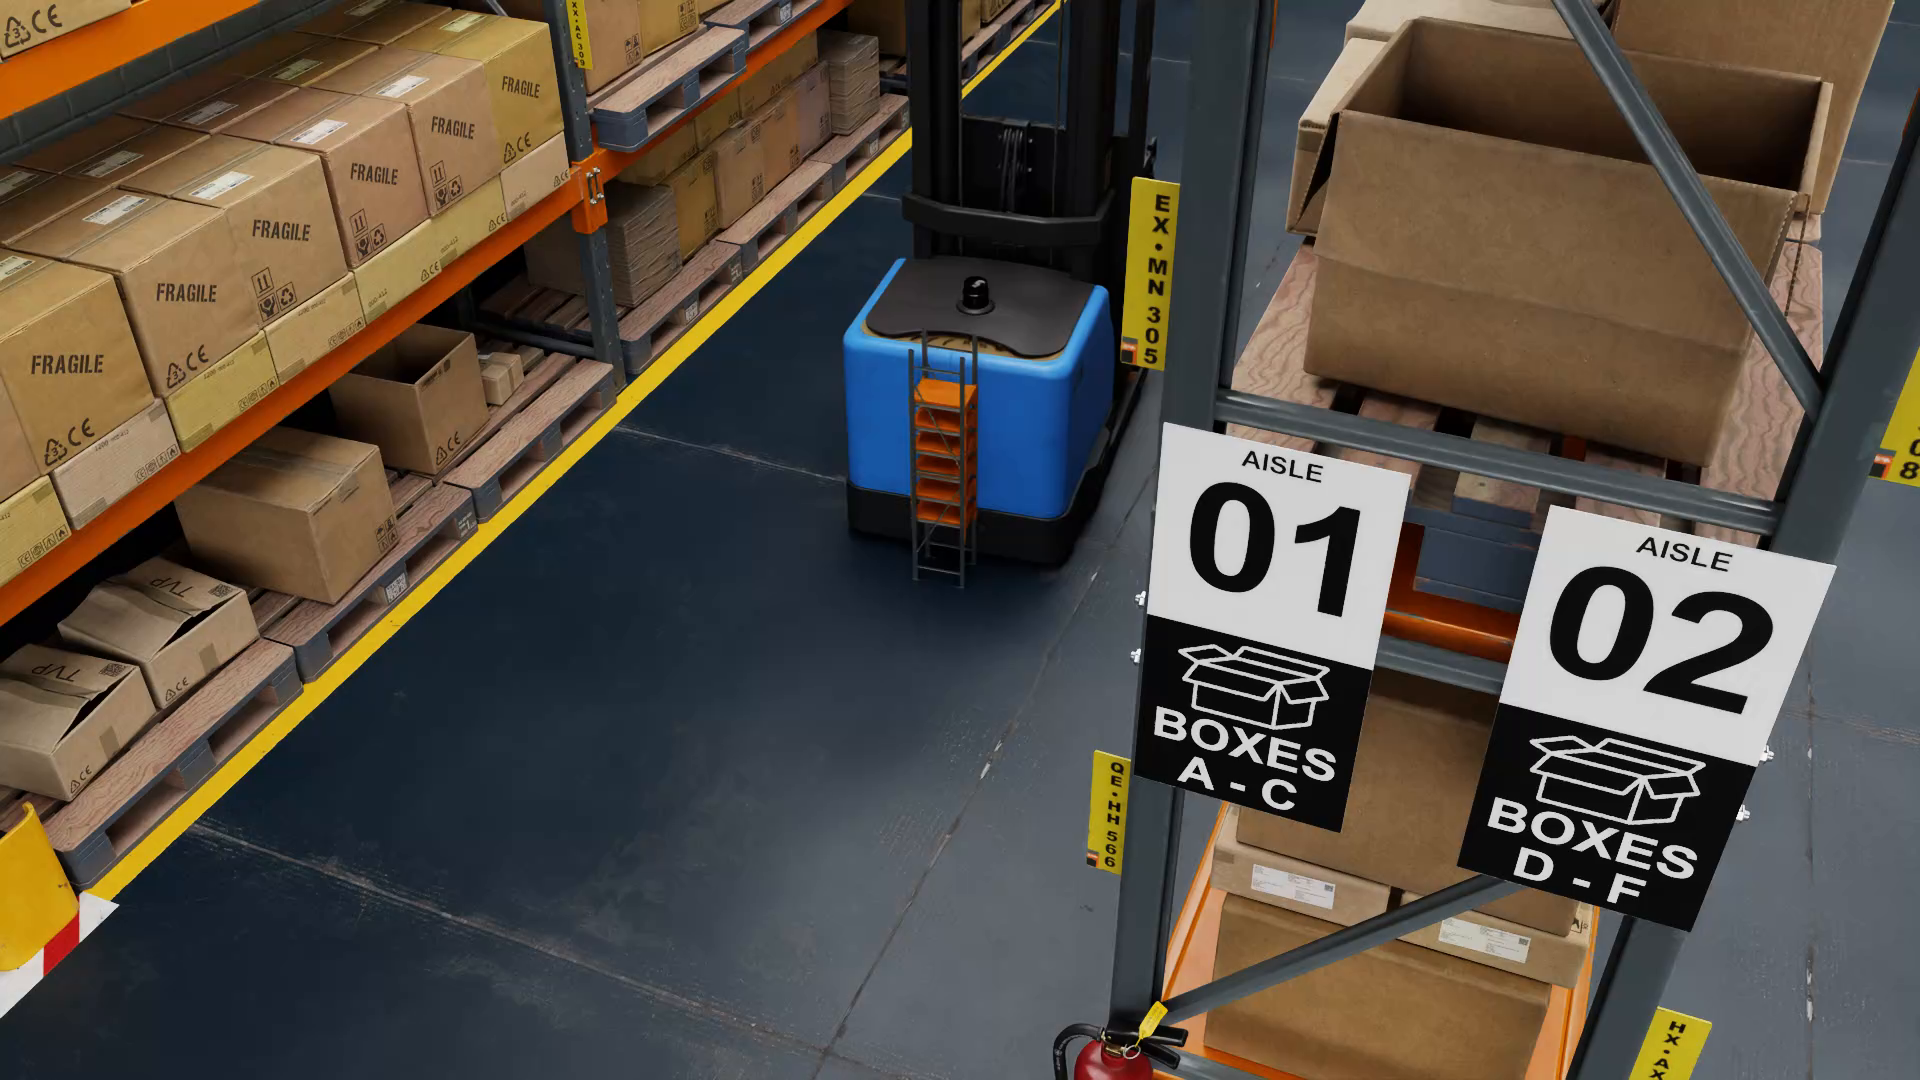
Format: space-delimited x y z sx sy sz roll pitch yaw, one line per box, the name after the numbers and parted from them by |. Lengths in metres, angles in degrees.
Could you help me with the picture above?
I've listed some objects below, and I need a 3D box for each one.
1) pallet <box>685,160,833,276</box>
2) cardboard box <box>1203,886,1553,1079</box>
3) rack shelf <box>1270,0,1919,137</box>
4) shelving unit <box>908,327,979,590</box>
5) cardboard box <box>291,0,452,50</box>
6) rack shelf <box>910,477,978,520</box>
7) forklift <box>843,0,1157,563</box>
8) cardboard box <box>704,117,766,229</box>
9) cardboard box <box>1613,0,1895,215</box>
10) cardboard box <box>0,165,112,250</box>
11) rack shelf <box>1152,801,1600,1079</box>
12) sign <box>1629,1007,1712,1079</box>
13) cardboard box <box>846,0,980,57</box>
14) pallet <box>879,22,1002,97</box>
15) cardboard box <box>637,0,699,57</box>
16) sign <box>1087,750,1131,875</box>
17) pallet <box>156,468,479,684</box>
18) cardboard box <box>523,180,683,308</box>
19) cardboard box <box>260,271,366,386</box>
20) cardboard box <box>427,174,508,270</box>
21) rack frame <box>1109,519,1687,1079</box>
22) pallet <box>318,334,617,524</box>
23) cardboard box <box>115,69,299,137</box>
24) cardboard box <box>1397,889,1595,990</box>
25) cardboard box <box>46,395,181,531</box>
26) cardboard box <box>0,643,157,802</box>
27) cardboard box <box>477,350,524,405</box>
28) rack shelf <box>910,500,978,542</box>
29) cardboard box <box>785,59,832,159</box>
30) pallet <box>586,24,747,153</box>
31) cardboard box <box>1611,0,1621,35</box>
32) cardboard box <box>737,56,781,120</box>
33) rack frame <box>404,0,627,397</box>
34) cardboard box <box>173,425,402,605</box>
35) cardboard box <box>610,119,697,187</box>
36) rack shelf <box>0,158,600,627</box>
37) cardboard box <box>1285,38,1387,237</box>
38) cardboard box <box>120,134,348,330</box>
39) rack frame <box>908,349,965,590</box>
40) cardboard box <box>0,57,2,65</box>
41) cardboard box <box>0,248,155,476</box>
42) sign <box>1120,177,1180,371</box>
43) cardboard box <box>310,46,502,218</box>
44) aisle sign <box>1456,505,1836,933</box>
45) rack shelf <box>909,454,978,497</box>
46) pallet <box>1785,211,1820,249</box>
-1.497 -2.090 10.369 1.003 0.211 1.213 14 39 18 | pallet
0.995 0.948 3.893 0.700 0.500 0.500 14 39 18 | cardboard box
1.567 -1.818 3.601 1.077 0.370 4.000 14 39 18 | rack shelf
-0.069 -0.332 7.192 0.258 1.200 0.189 10 38 13 | shelving unit
-2.627 -2.133 7.580 0.500 0.500 0.500 13 39 17 | cardboard box
-0.069 -0.200 7.291 0.258 0.103 0.180 10 38 13 | rack shelf
0.385 -1.953 7.915 1.130 2.935 3.031 10 38 13 | forklift
-1.608 -2.254 9.981 0.700 0.500 0.500 14 39 18 | cardboard box
1.691 -1.079 3.632 0.500 0.500 0.500 14 39 18 | cardboard box
-3.400 -1.004 6.070 0.500 0.500 0.500 13 39 17 | cardboard box
1.567 0.424 5.278 1.077 0.370 4.000 14 39 18 | rack shelf
1.317 0.995 3.124 0.100 0.325 0.005 14 39 18 | sign
-0.331 -3.996 12.036 0.750 0.750 0.750 13 39 17 | cardboard box
-0.363 -3.614 12.409 1.003 0.211 1.213 14 39 18 | pallet
-1.810 -2.895 8.667 0.700 0.500 0.500 18 40 22 | cardboard box
0.309 0.554 3.339 0.100 0.325 0.005 14 39 18 | sign
-2.940 0.077 7.470 1.003 0.211 1.213 14 39 18 | pallet
-1.990 -1.684 9.218 0.700 0.500 0.500 15 39 19 | cardboard box
-2.719 -0.879 6.530 0.500 0.250 0.500 14 39 18 | cardboard box
-2.352 -1.440 7.280 0.500 0.250 0.500 14 39 18 | cardboard box
0.806 1.244 3.581 1.000 3.000 0.127 14 39 18 | rack frame
-2.477 -0.601 8.377 1.003 0.211 1.213 14 39 18 | pallet
-3.022 -1.573 6.831 0.500 0.500 0.500 15 39 19 | cardboard box
1.154 0.776 3.582 0.380 0.149 0.250 14 39 17 | cardboard box
-3.113 -0.319 5.780 0.500 0.250 0.500 13 39 16 | cardboard box
-3.430 0.655 6.246 0.500 0.311 0.500 10 38 13 | cardboard box
-2.430 -0.836 8.362 0.380 0.166 0.250 9 38 12 | cardboard box
-0.069 -0.104 7.362 0.258 0.103 0.180 10 38 13 | rack shelf
-1.262 -2.818 10.735 0.700 0.500 0.500 14 39 18 | cardboard box
-1.829 -2.411 8.630 1.003 0.211 1.213 14 39 18 | pallet
1.585 -1.555 4.266 0.797 0.503 0.637 18 40 23 | cardboard box
-1.424 -2.790 10.071 0.500 0.250 0.500 14 39 18 | cardboard box
-2.255 -2.097 8.051 1.000 3.000 0.127 14 39 18 | rack frame
-2.888 -0.131 7.140 0.700 0.500 0.500 11 38 15 | cardboard box
-1.825 -2.229 9.320 0.500 0.250 0.500 13 39 17 | cardboard box
-3.016 -0.702 6.784 1.077 0.370 4.000 14 39 18 | rack shelf
1.000 -0.820 3.493 0.500 0.250 0.500 14 39 18 | cardboard box
-2.732 -1.171 6.294 0.500 0.500 0.500 15 39 19 | cardboard box
-0.095 -0.280 7.122 0.240 1.200 0.006 10 38 13 | rack frame
-3.181 -1.550 4.712 0.500 0.500 0.500 16 40 21 | cardboard box
-3.120 -0.598 5.527 0.500 0.500 0.500 14 39 18 | cardboard box
0.309 -0.412 2.617 0.100 0.325 0.005 14 39 18 | sign
-2.333 -1.736 7.049 0.500 0.500 0.500 14 39 17 | cardboard box
1.064 0.309 2.660 0.394 0.787 0.004 14 39 18 | aisle sign
-0.069 -0.297 7.219 0.258 0.103 0.180 10 38 13 | rack shelf
1.562 -0.986 4.132 1.003 0.211 1.213 14 39 18 | pallet
